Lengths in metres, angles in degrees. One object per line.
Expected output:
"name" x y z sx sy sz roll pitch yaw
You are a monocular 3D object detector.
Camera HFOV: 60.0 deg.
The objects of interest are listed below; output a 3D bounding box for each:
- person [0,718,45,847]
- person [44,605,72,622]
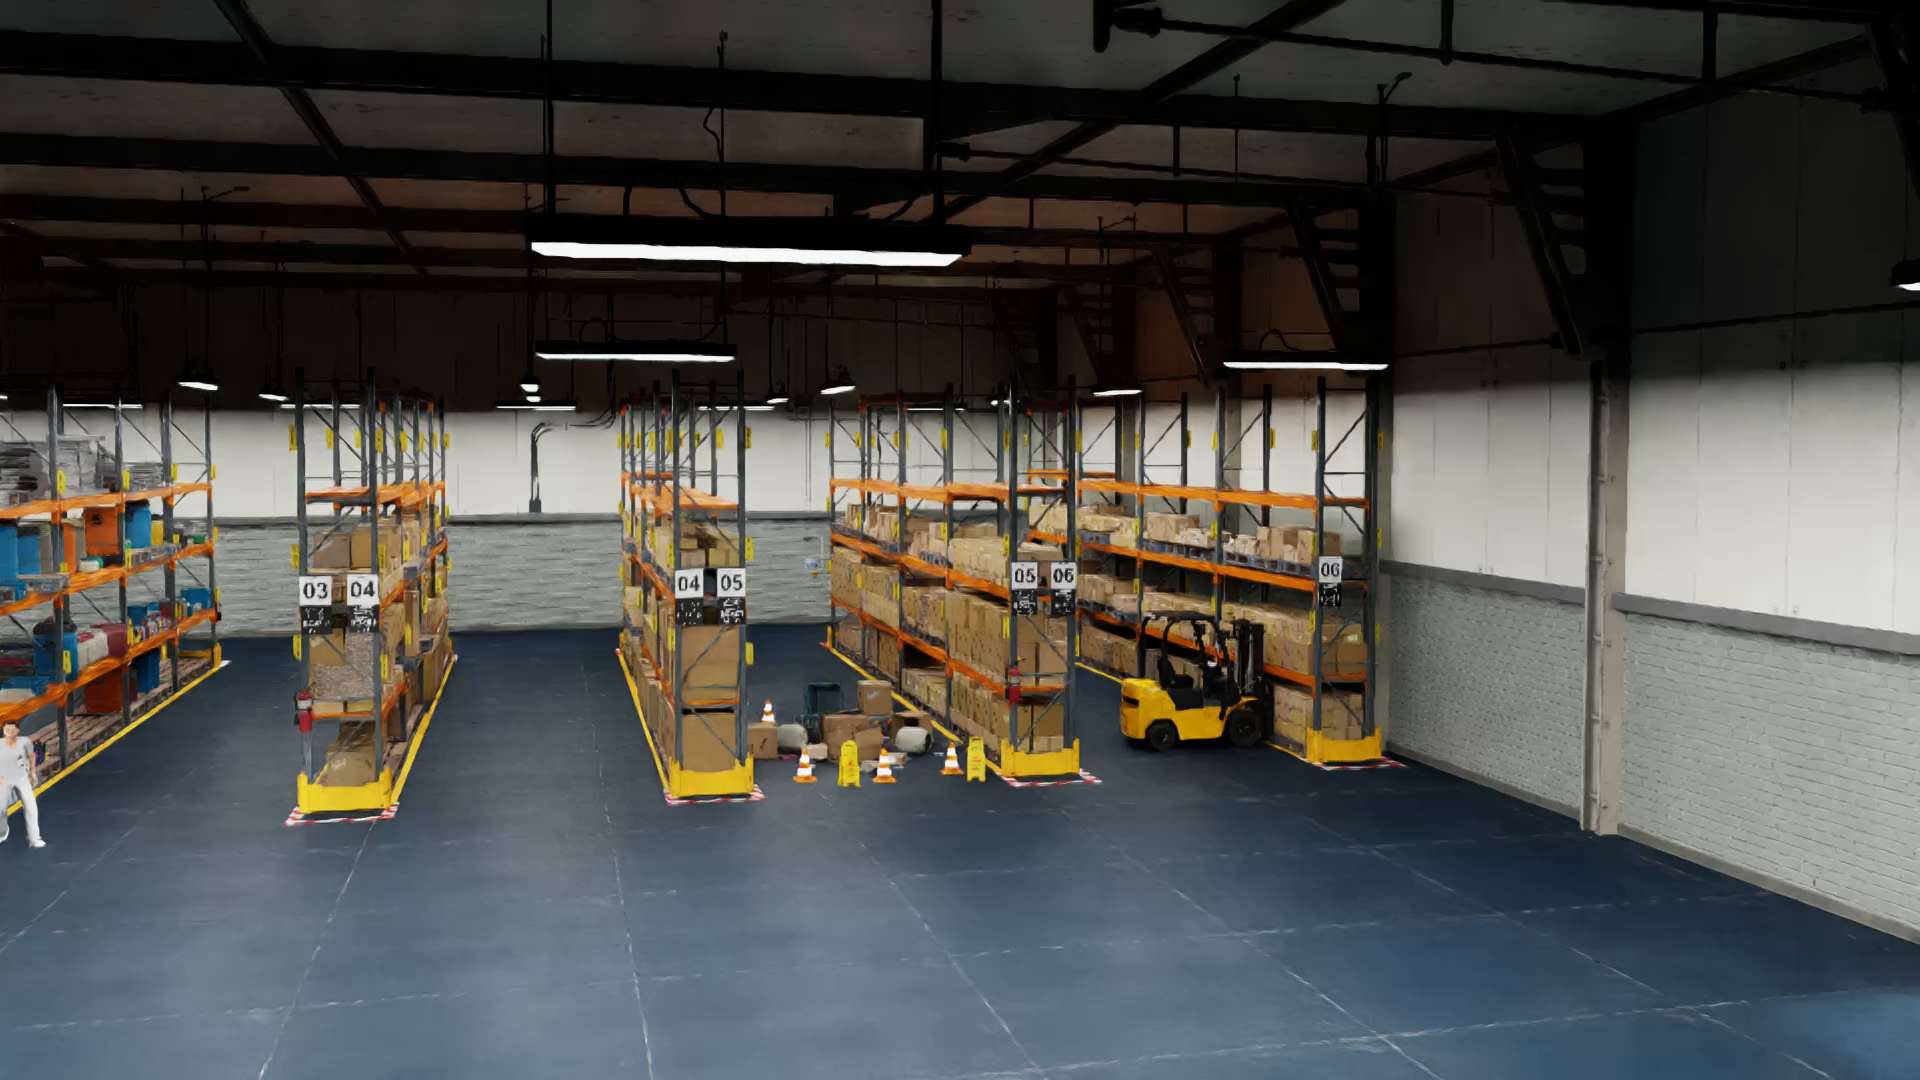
"person" -11.644 2.990 20.479 0.609 1.559 0.814 -2 4 -30
"person" -18.218 2.129 33.608 0.598 1.698 1.193 -1 3 -12
